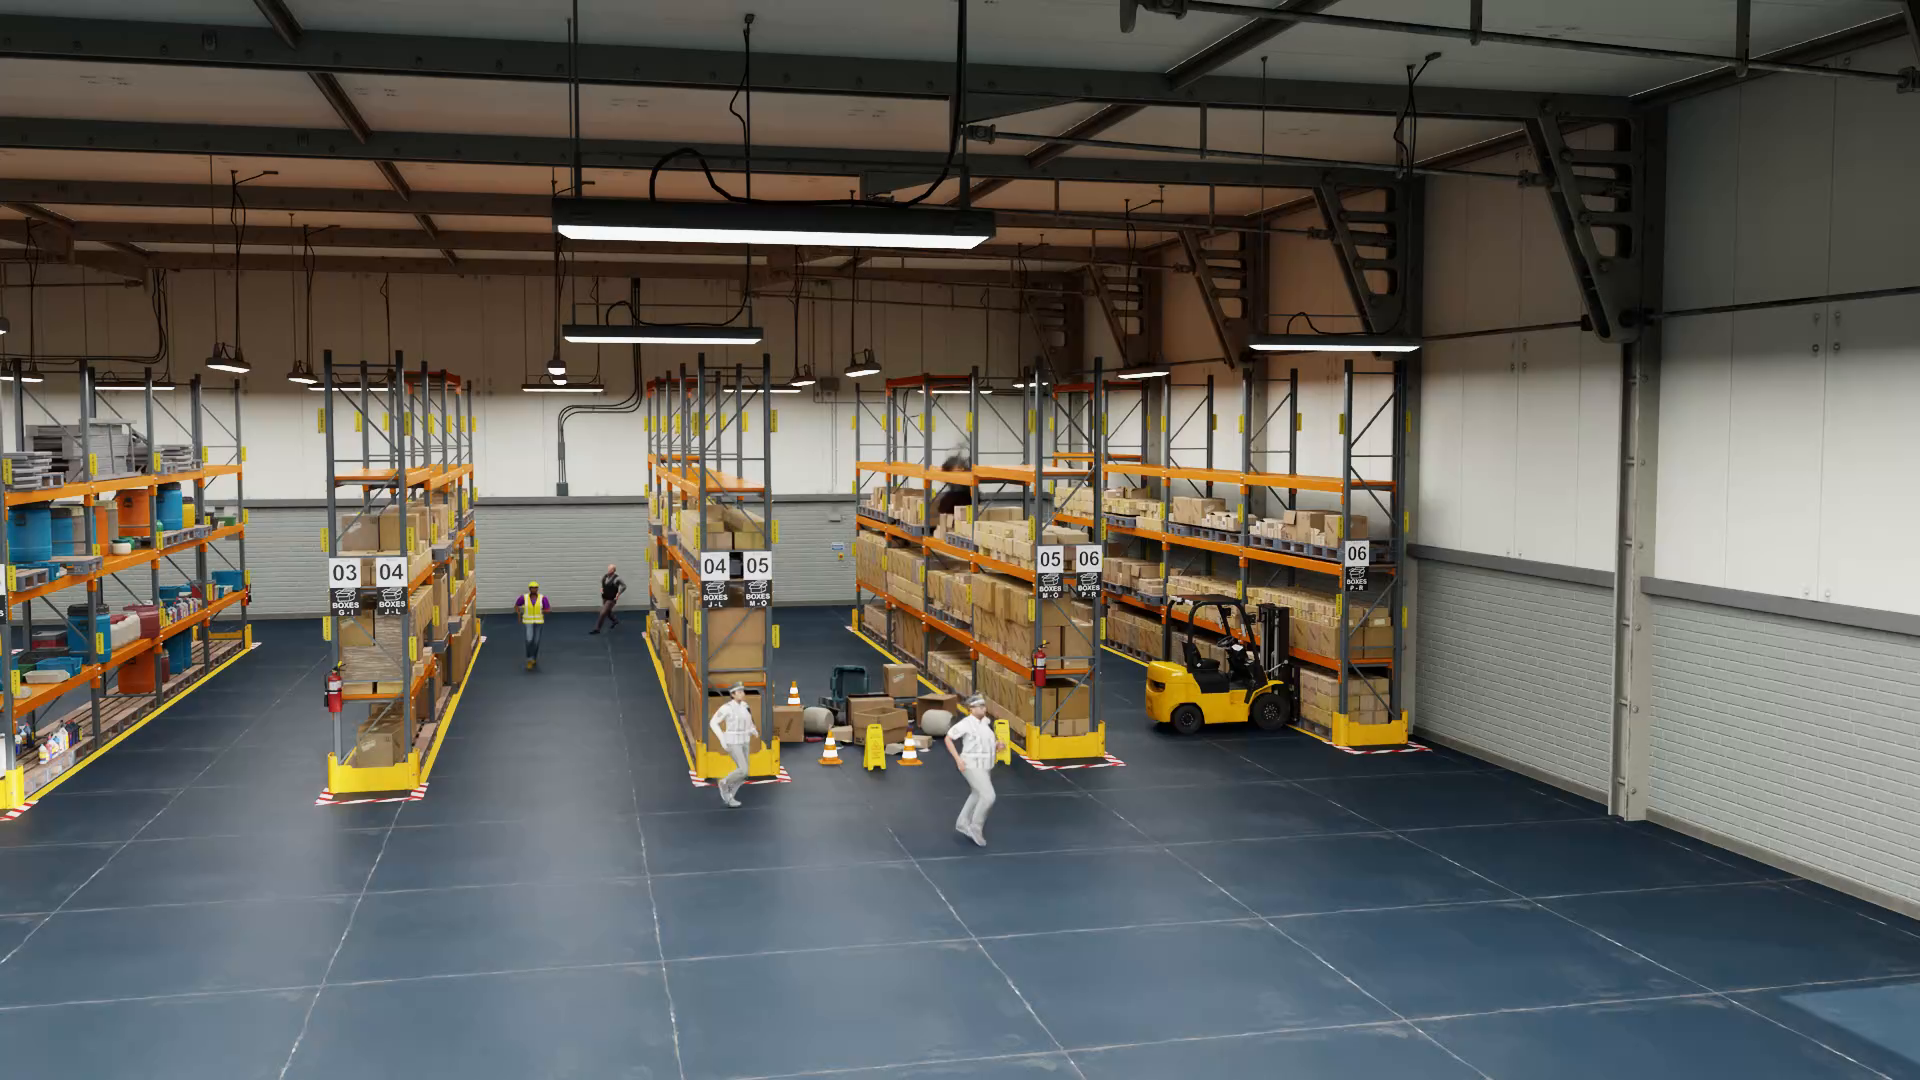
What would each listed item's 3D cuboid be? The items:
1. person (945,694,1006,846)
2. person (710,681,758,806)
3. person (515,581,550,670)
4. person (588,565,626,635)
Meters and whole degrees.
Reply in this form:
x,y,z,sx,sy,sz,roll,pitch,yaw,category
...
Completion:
x,y,z,sx,sy,sz,roll,pitch,yaw,category
0.234,2.744,19.898,0.722,1.828,0.635,2,5,31,person
-2.874,2.667,21.731,0.549,1.651,0.604,3,5,36,person
-8.768,1.752,34.199,0.672,1.823,0.763,-2,4,-23,person
-8.345,1.405,39.723,0.732,1.662,0.987,3,5,32,person
